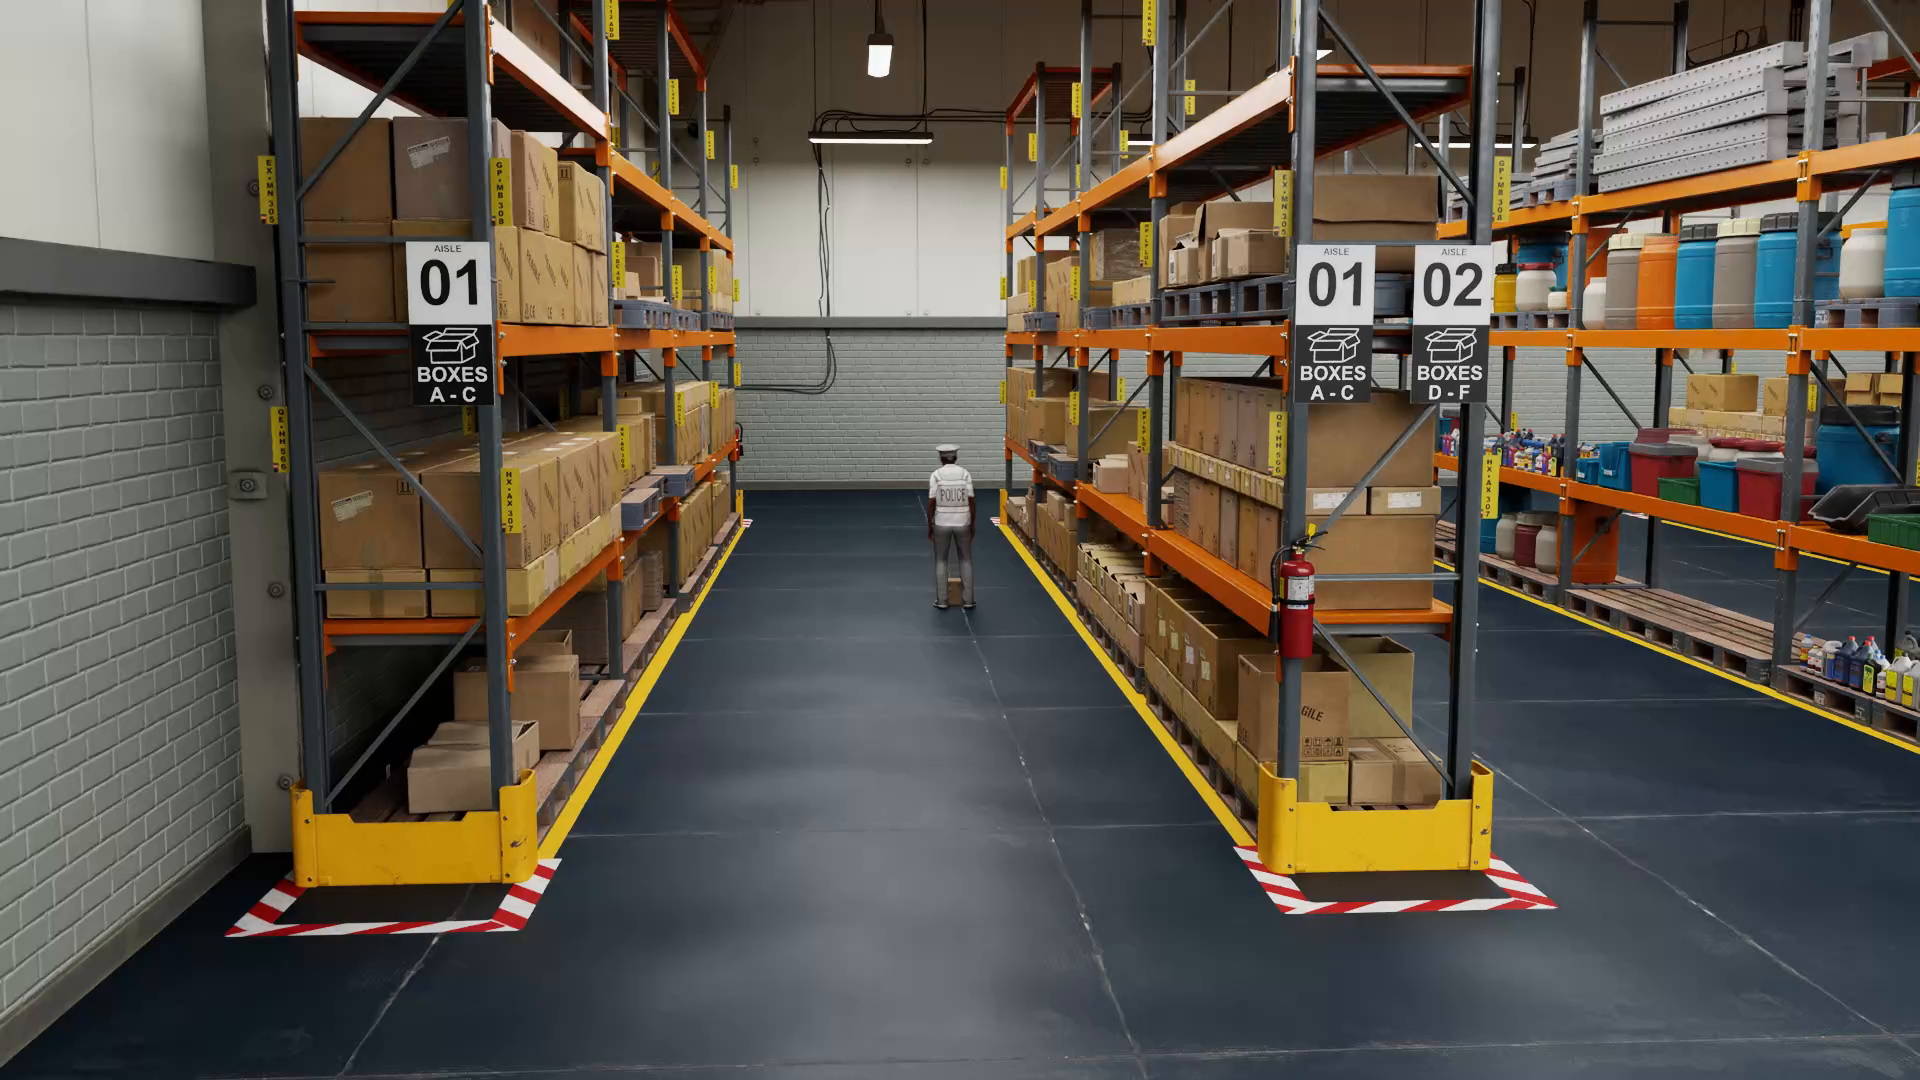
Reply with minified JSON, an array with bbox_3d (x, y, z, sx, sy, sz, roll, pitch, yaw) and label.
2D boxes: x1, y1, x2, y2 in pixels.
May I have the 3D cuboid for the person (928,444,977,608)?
[{"bbox_3d":[-0.074,-0.136,16.878,0.515,1.657,0.400,-1,7,-5],"label":"person"}]
